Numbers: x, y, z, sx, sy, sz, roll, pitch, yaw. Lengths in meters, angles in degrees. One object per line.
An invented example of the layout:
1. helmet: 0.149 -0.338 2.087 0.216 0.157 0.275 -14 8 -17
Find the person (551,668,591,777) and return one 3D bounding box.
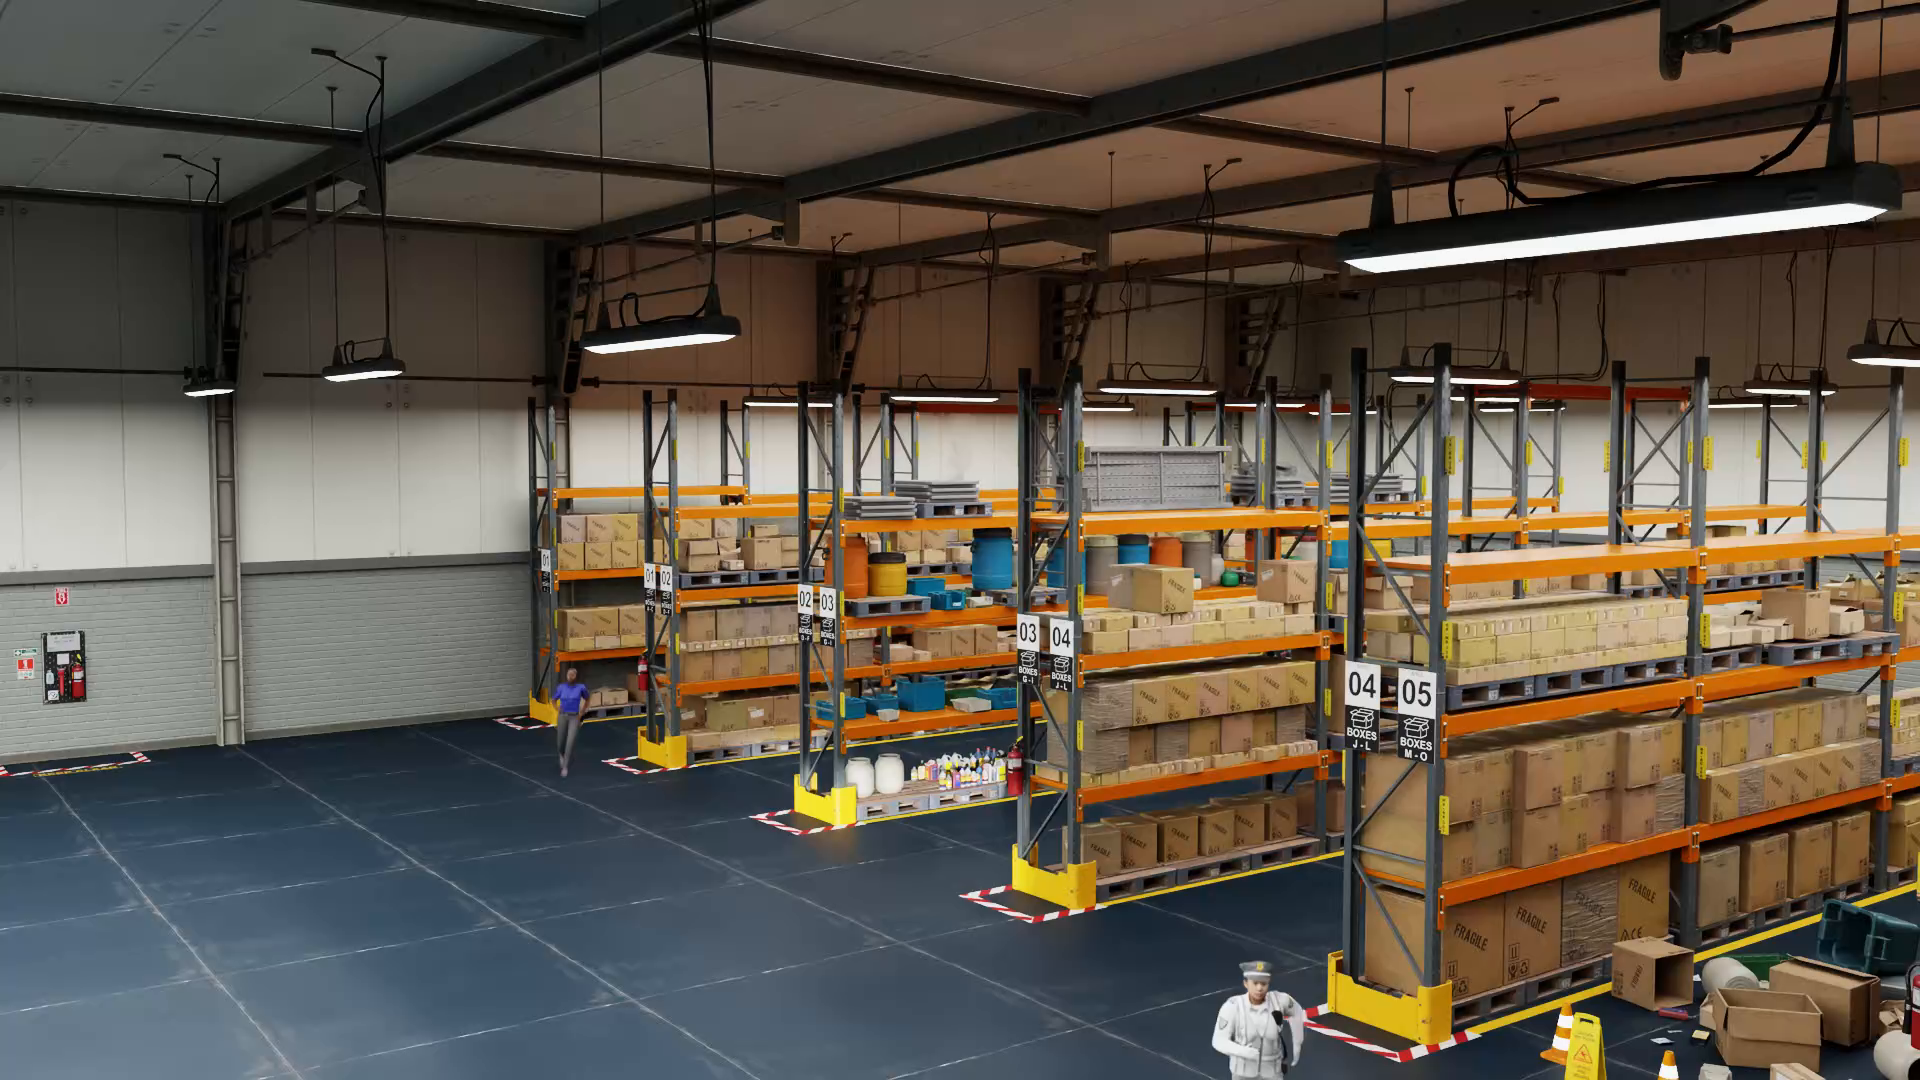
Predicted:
1. person: -6.082 2.823 25.984 0.592 1.656 0.753 0 3 -6

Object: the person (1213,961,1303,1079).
1. person: 2.033 3.657 11.335 0.638 1.709 0.815 0 3 4

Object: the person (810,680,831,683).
1. person: -2.409 2.524 30.529 0.985 1.792 0.626 -3 4 -39
